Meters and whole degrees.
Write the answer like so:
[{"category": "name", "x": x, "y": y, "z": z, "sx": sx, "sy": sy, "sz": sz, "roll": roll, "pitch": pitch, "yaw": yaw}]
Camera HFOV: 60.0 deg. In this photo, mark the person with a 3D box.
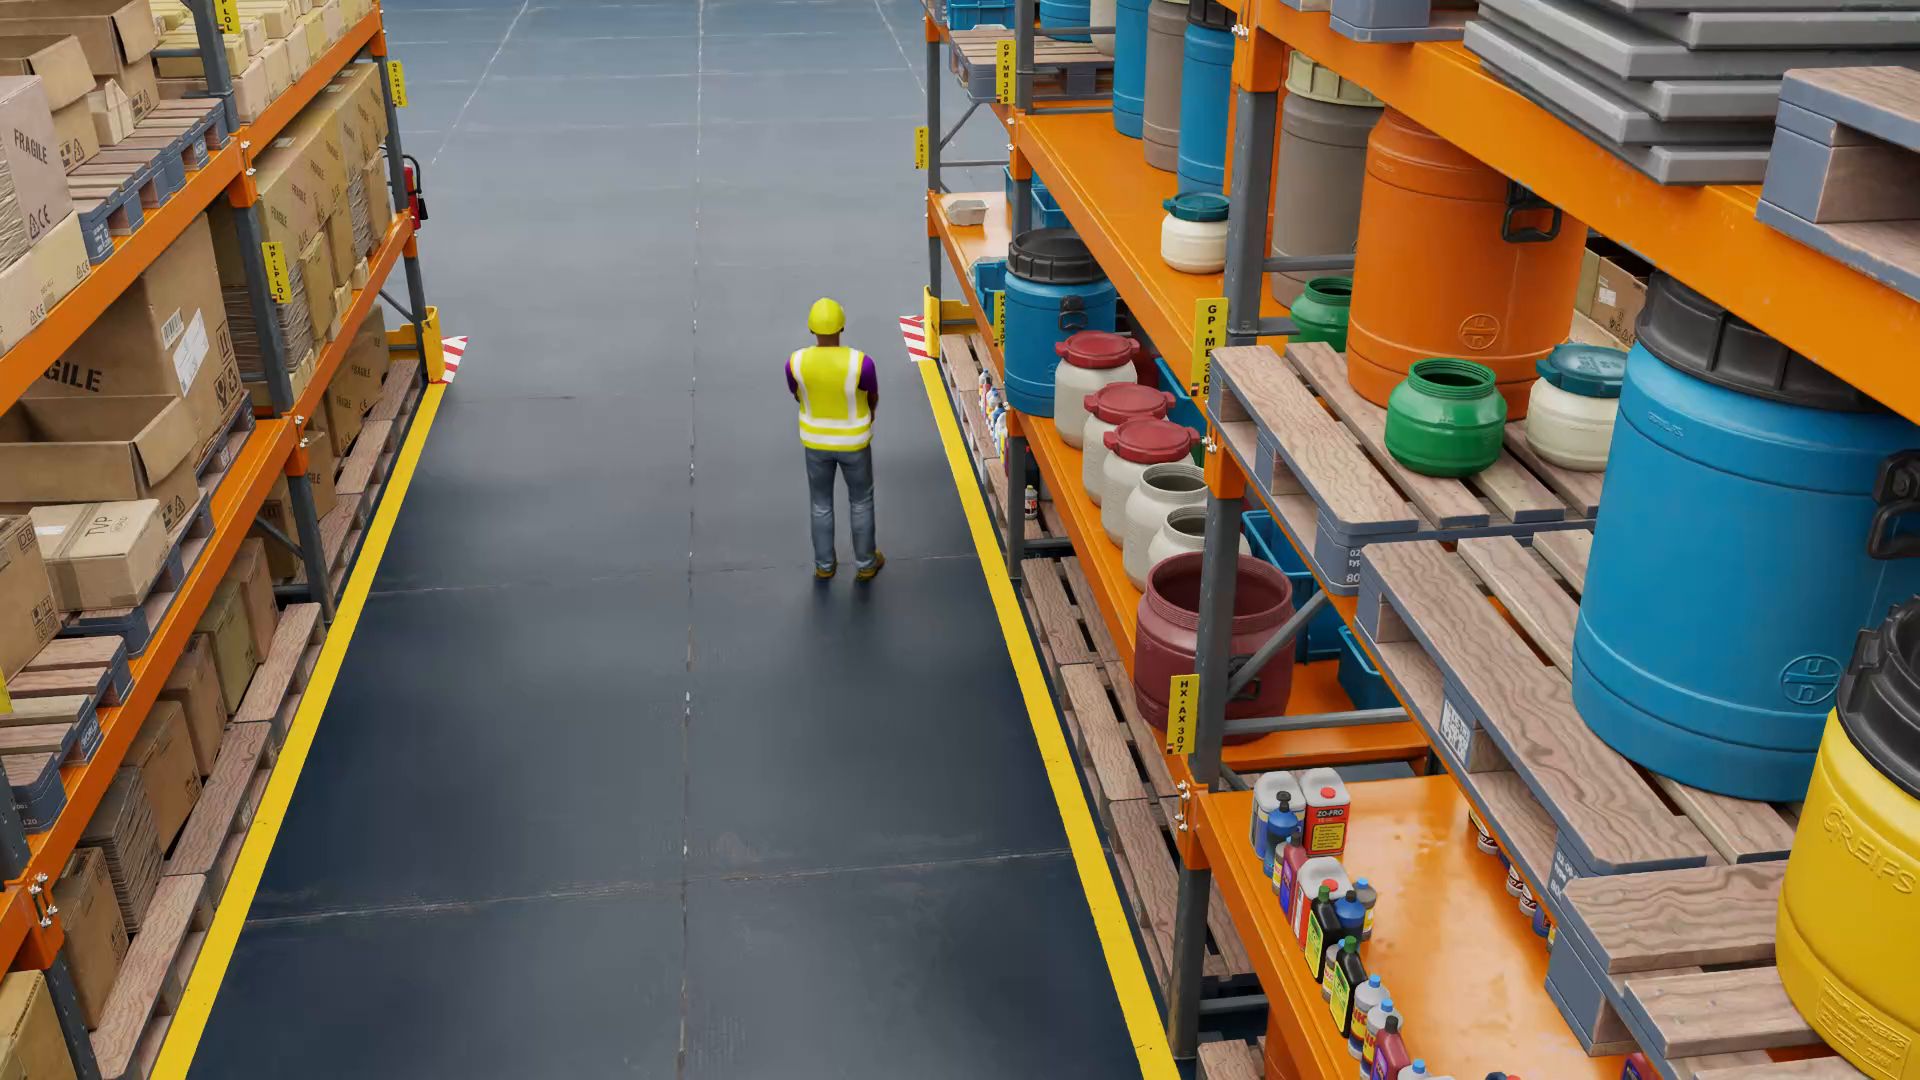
[{"category": "person", "x": -0.722, "y": -0.622, "z": 9.812, "sx": 0.520, "sy": 1.767, "sz": 0.565, "roll": 3, "pitch": 27, "yaw": 6}]
